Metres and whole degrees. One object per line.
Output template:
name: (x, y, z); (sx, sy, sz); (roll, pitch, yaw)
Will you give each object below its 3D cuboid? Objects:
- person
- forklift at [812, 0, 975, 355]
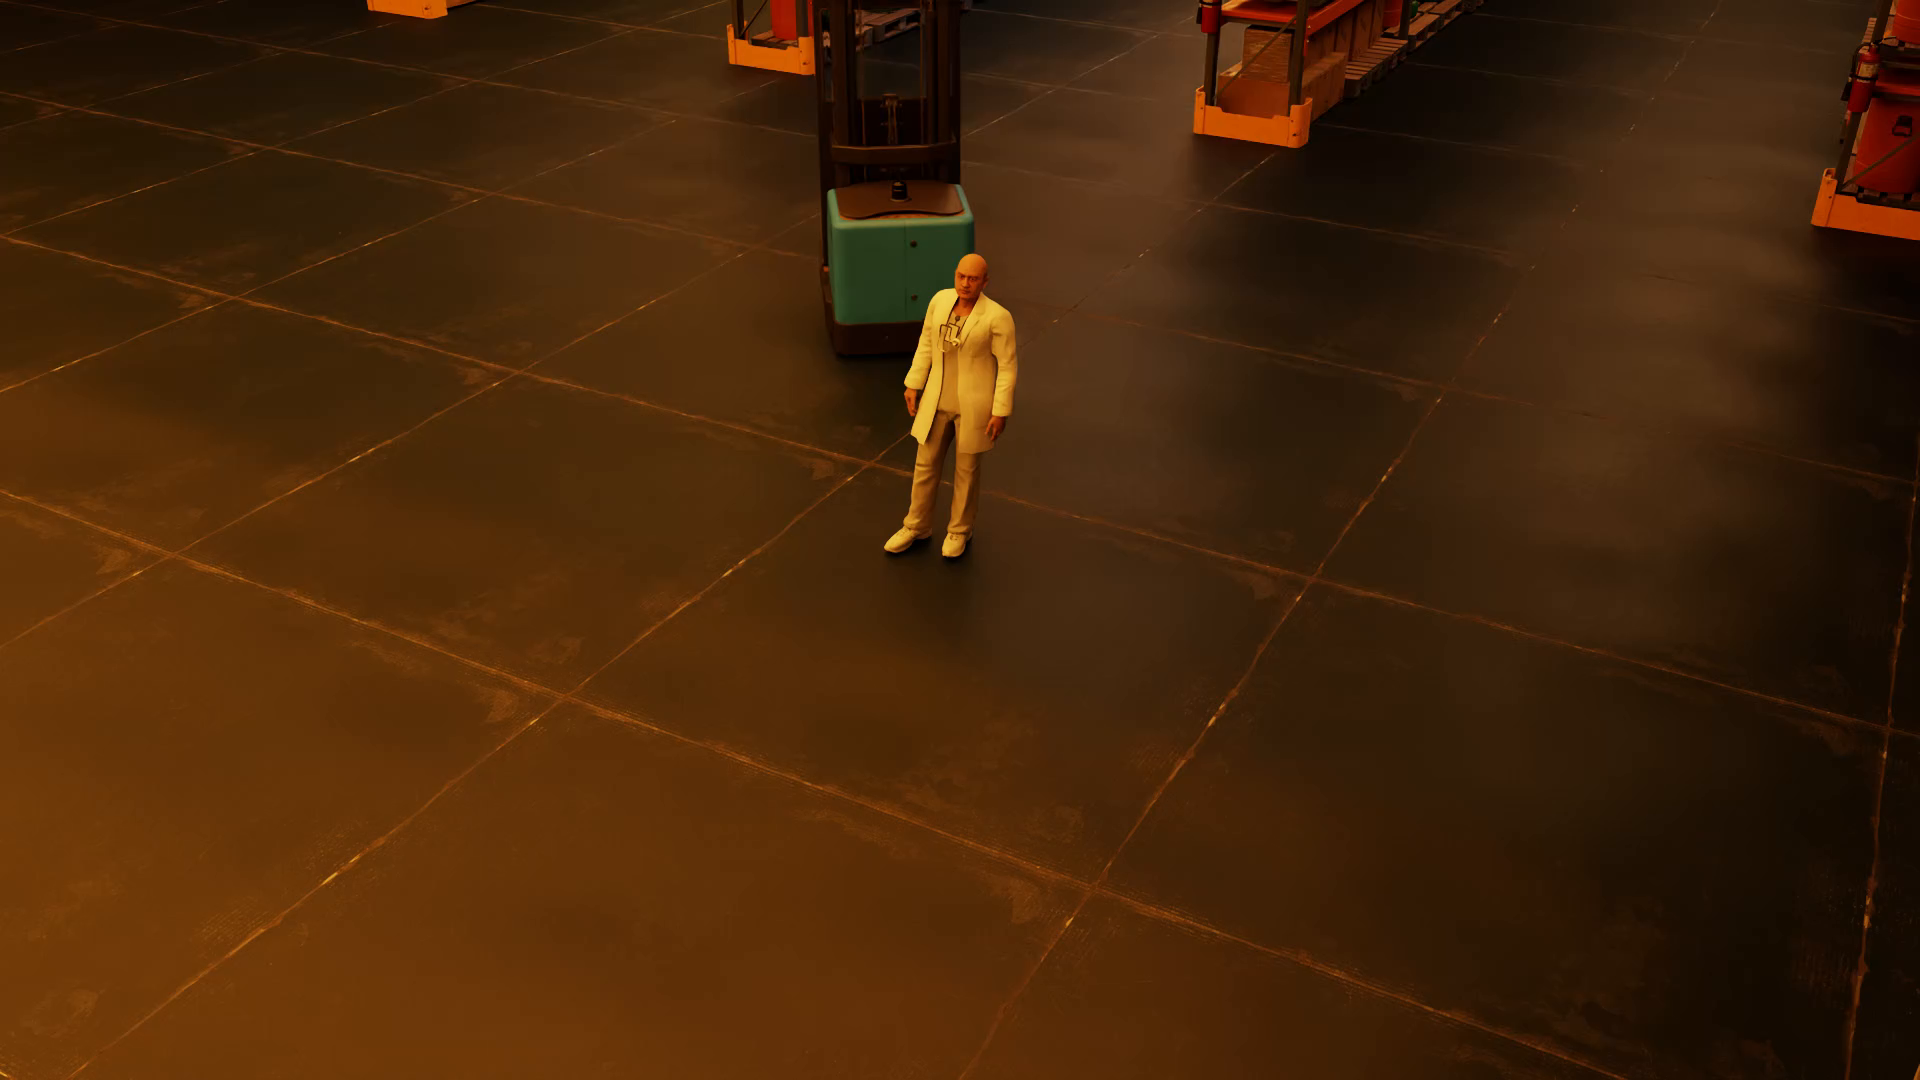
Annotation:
person: (-0.048, -0.737, 9.487); (0.696, 1.777, 0.578); (15, 33, 25)
forklift: (-0.572, -3.342, 12.860); (1.130, 2.935, 3.031); (-3, 30, -6)
